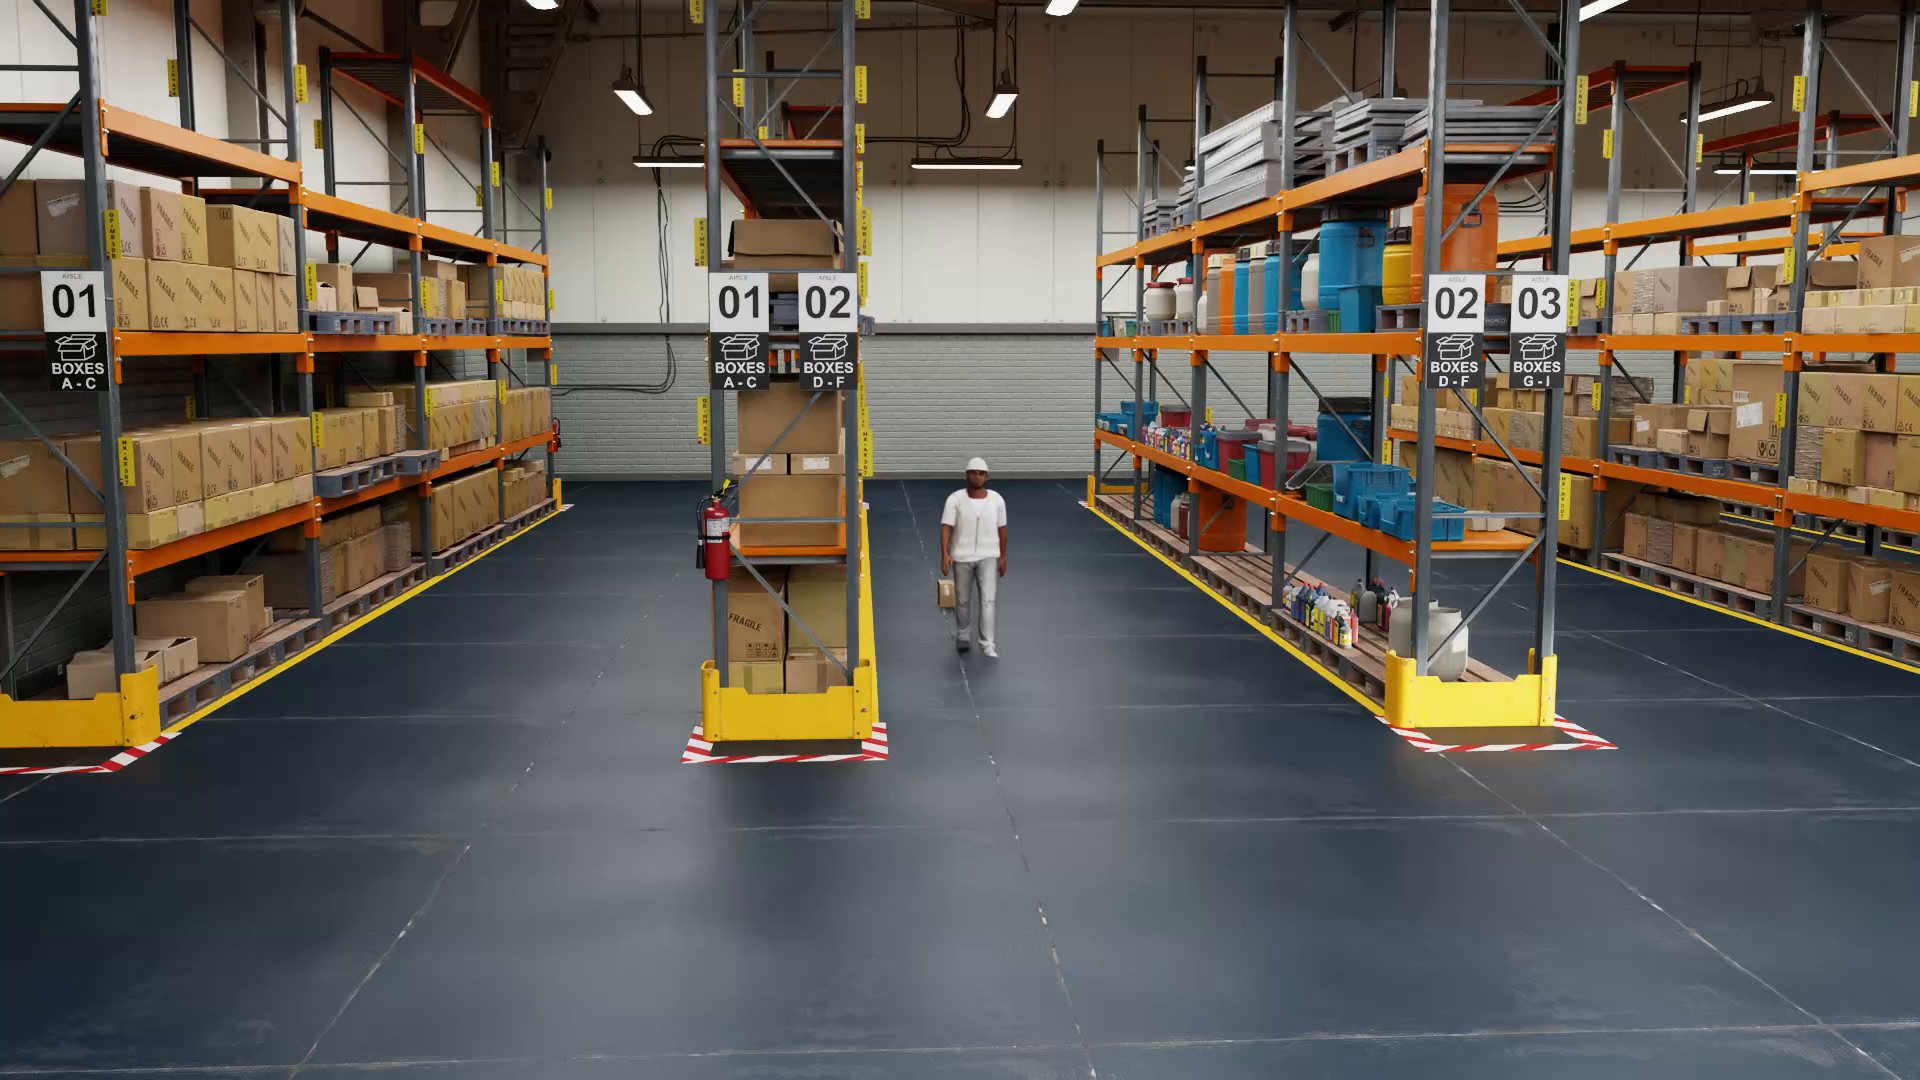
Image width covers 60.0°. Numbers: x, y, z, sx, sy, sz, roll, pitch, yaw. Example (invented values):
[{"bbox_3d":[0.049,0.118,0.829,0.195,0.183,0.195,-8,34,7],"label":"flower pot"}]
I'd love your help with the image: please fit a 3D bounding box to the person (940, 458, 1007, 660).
[{"bbox_3d":[0.121,0.150,14.434,0.586,1.722,1.048,0,7,-1],"label":"person"}]
